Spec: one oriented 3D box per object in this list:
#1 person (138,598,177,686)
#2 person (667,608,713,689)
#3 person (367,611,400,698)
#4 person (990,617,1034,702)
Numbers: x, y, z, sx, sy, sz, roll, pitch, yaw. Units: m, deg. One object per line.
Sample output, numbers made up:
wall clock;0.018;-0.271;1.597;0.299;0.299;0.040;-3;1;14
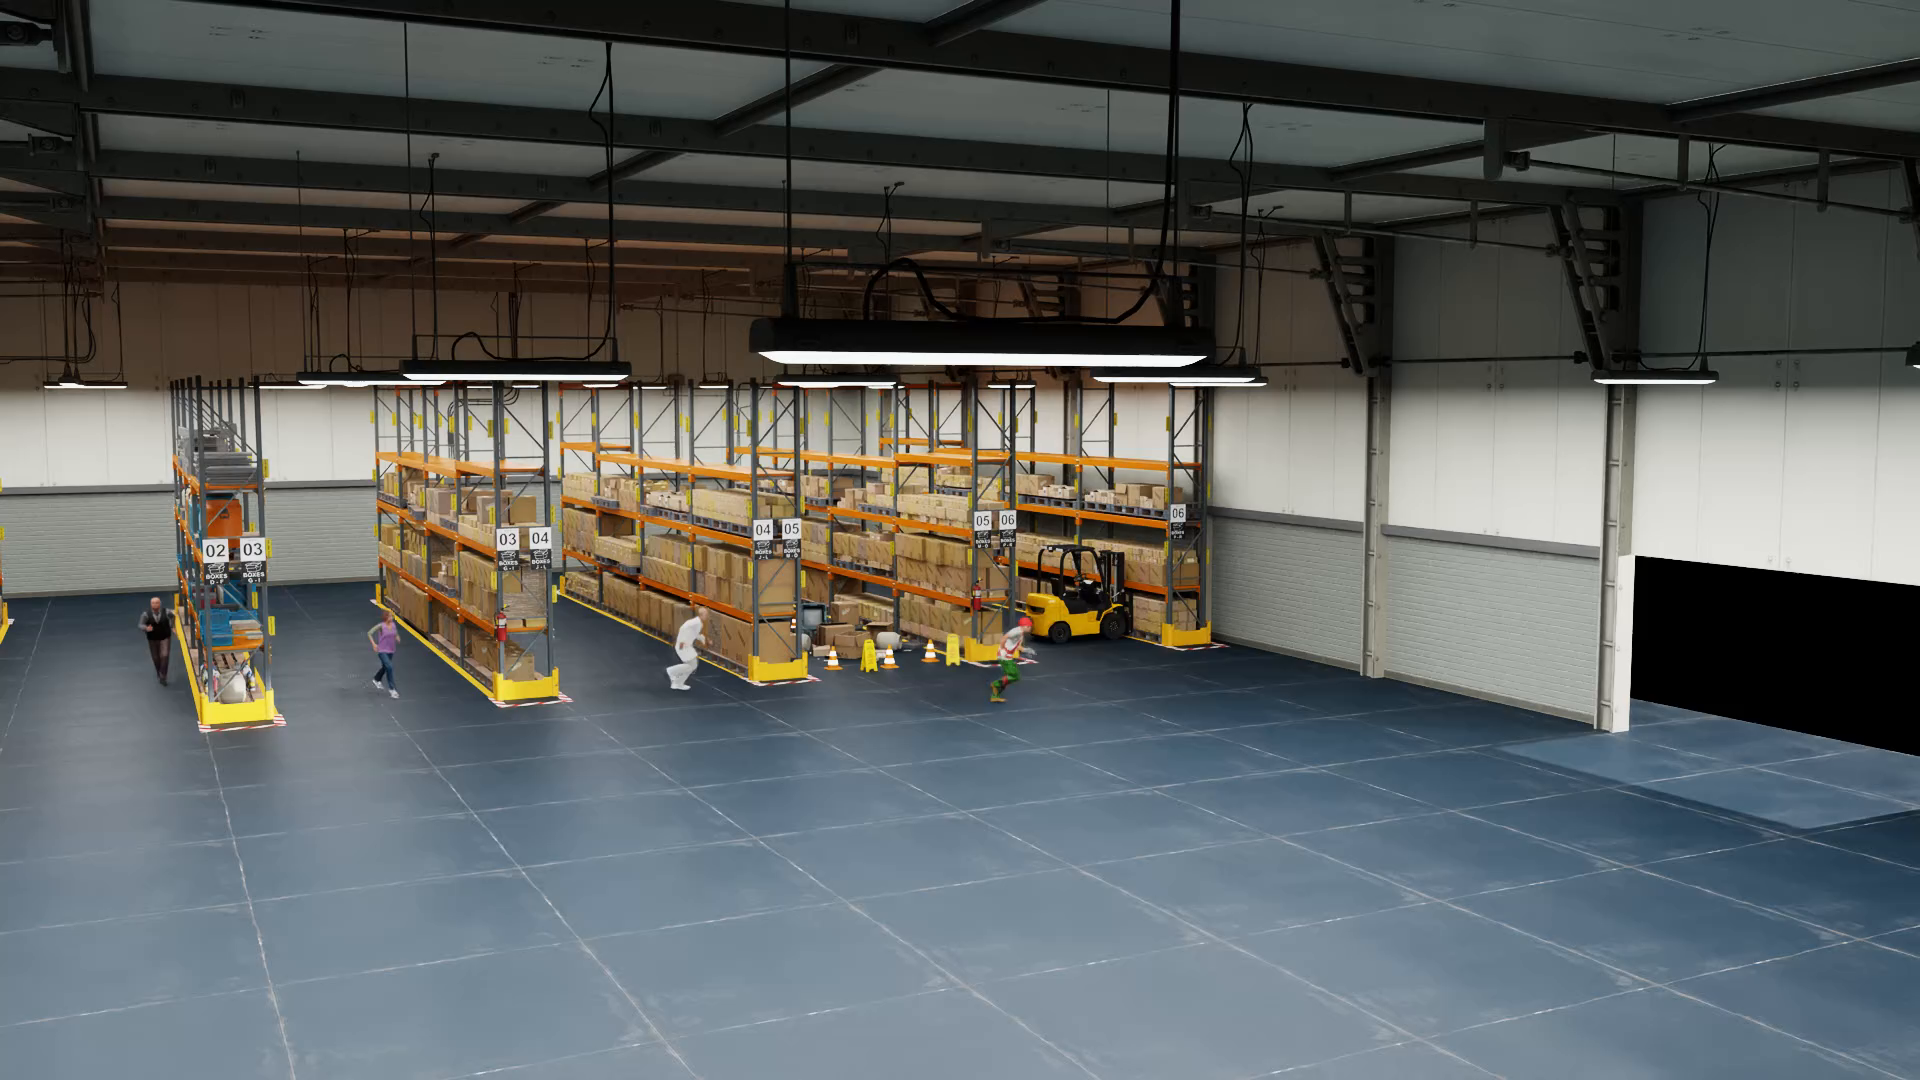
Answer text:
person;-15.763;1.966;32.707;0.659;1.713;0.986;-2;5;-20
person;-5.206;2.098;31.932;0.875;1.592;0.740;0;5;3
person;-10.874;2.133;31.379;0.869;1.621;0.571;3;6;33
person;0.954;2.213;30.598;0.810;1.590;0.697;1;5;10
